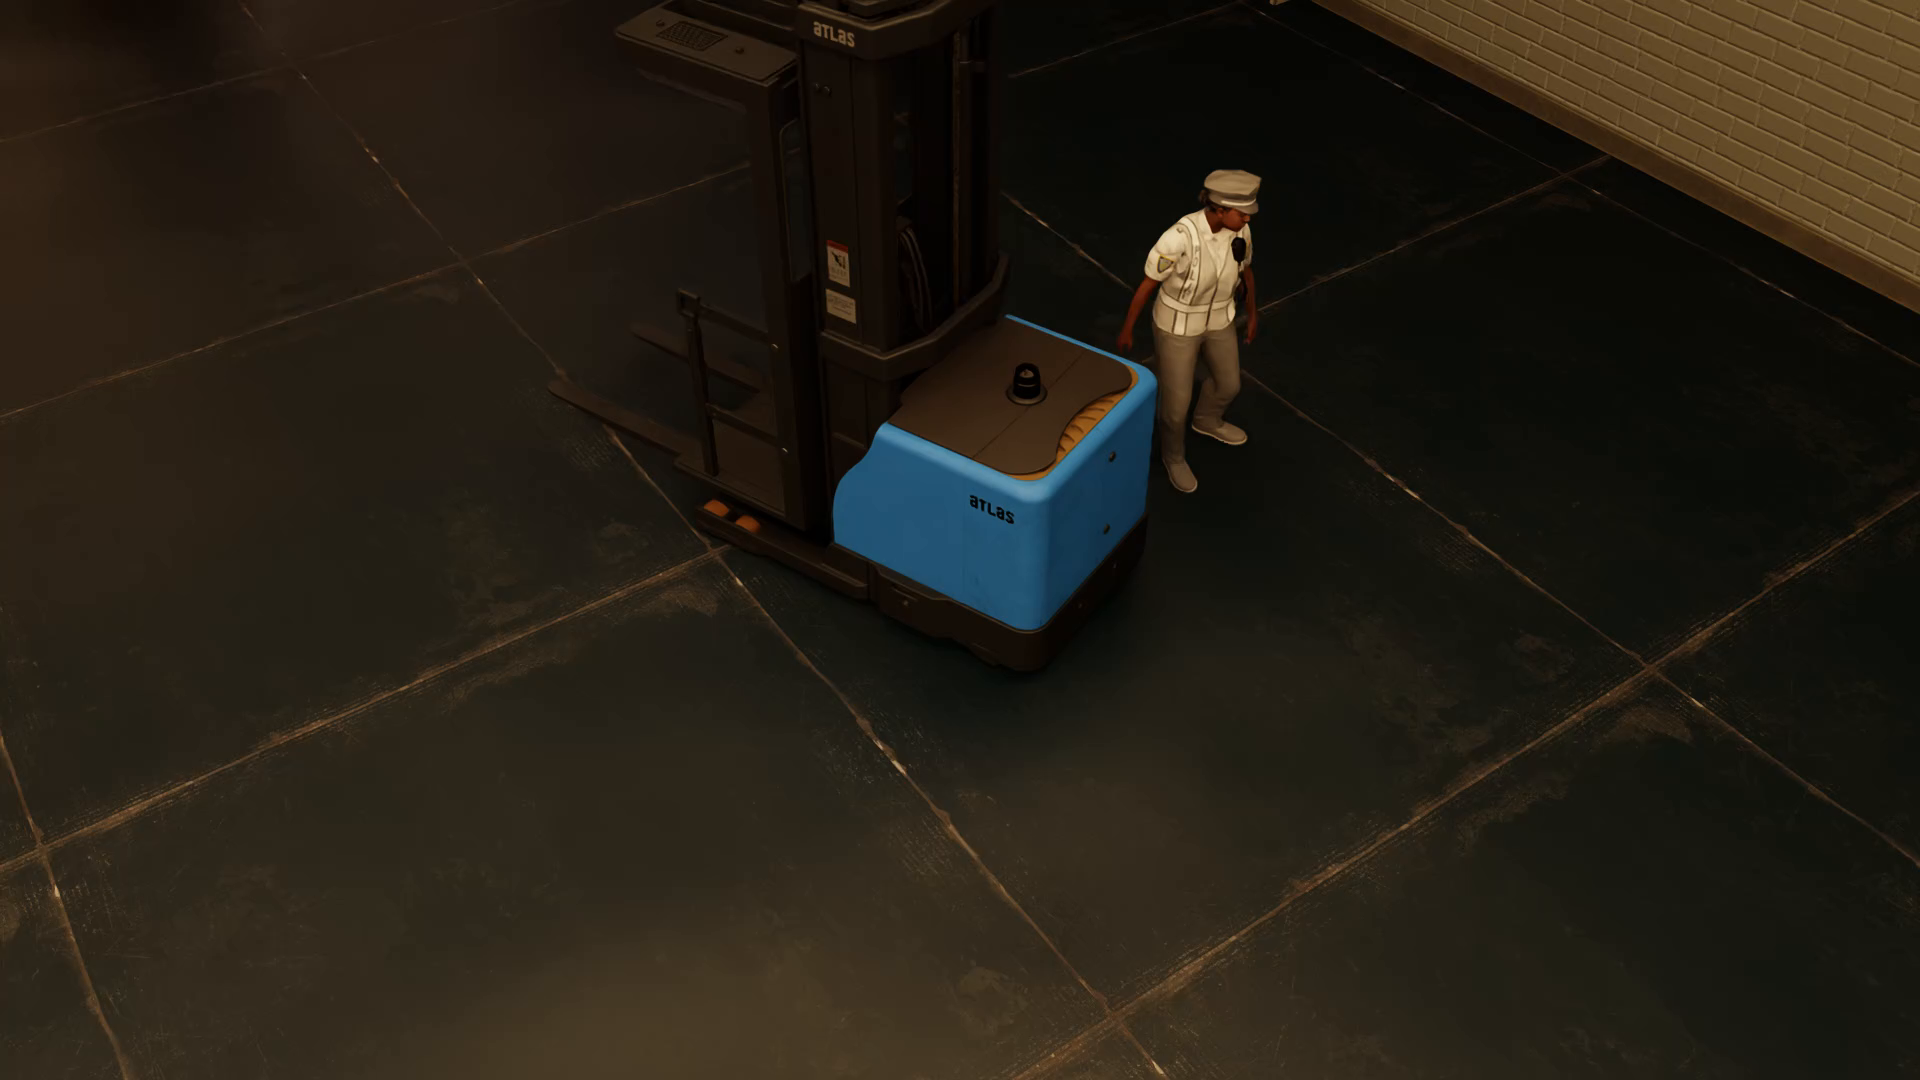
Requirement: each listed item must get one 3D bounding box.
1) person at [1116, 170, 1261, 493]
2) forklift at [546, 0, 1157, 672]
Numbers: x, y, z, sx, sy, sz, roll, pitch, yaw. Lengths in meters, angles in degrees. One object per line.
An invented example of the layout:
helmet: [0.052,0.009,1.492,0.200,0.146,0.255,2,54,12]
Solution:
person: [1.119,-0.984,7.768,0.748,1.627,0.461,-16,45,-17]
forklift: [-0.649,-1.298,7.124,3.031,2.935,1.130,25,48,24]
